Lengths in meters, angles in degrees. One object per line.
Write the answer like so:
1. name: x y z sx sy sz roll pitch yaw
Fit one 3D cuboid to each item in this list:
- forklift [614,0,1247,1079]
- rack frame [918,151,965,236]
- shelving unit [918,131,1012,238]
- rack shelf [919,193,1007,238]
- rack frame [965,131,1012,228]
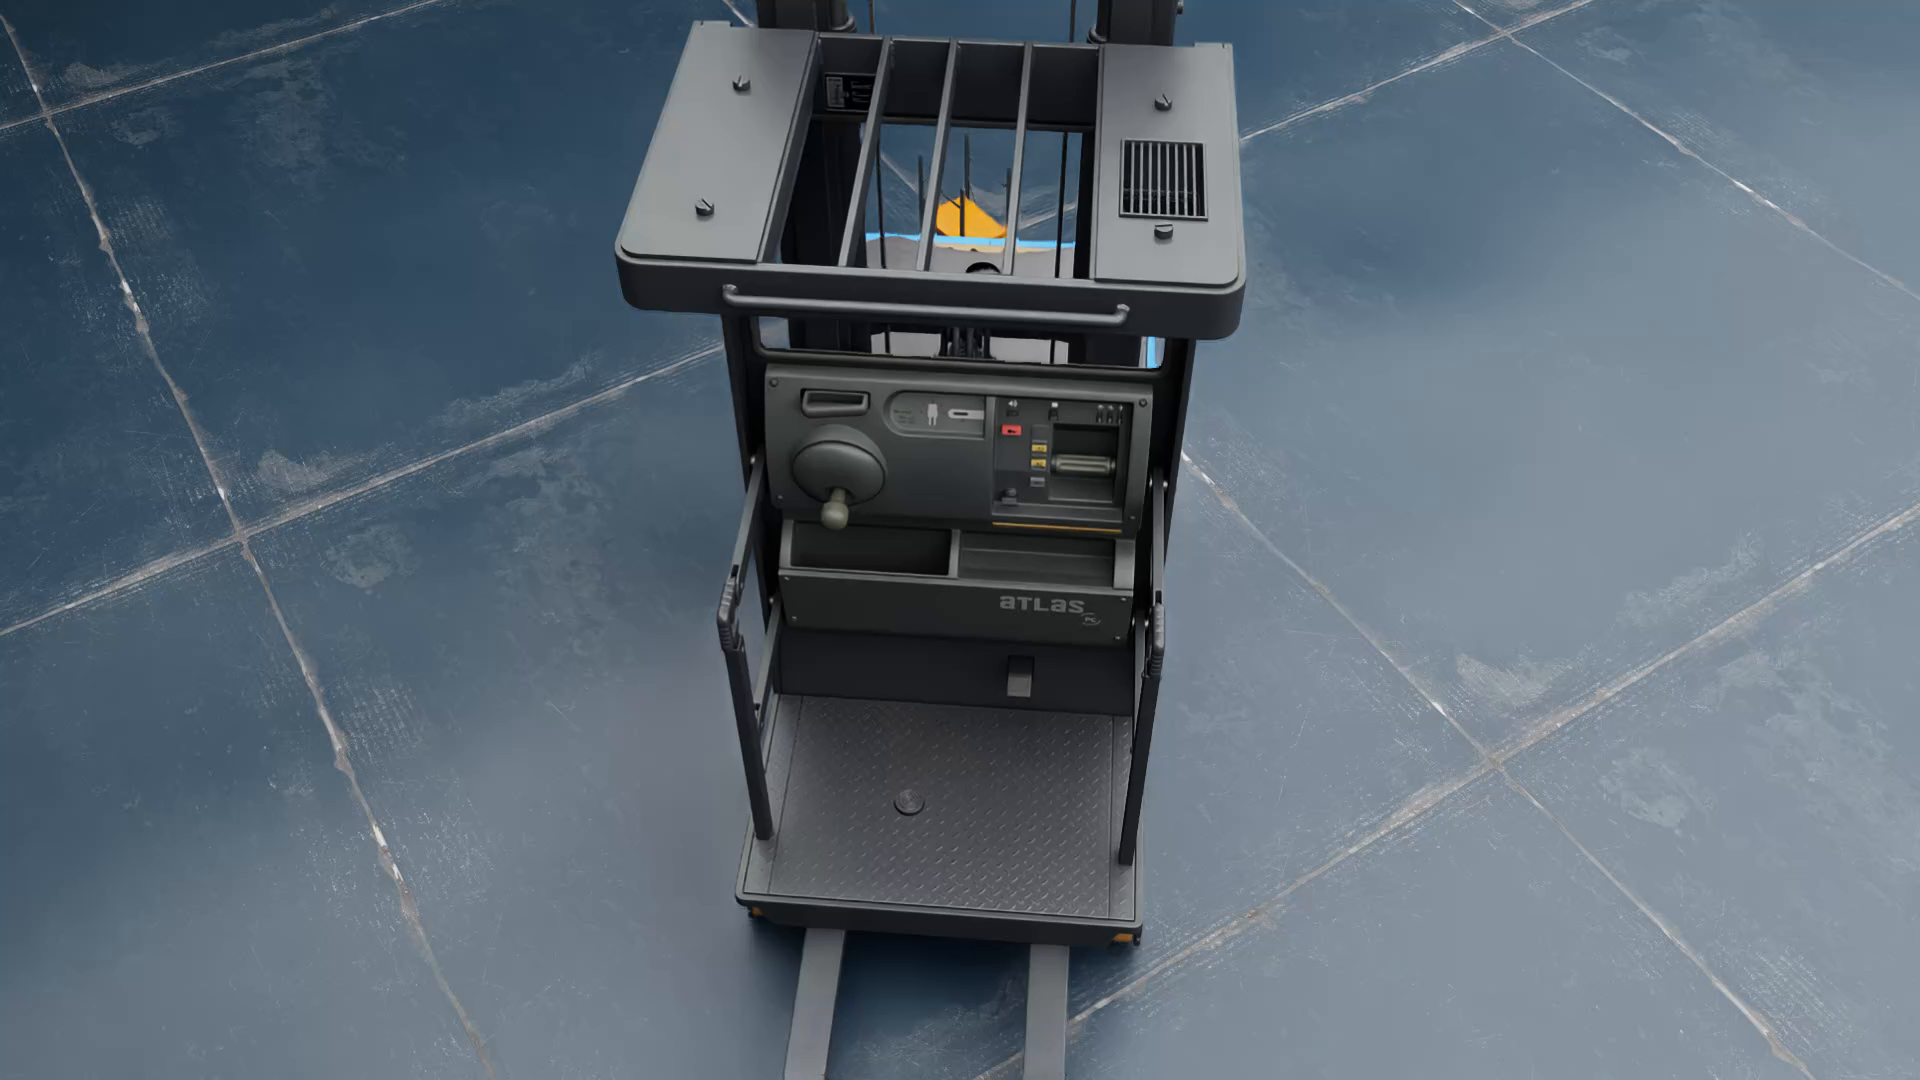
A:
1. forklift: -0.023 -0.105 3.881 1.130 2.935 3.031 3 48 3
2. rack frame: -0.057 -0.751 5.614 0.006 1.200 0.240 -29 54 -24
3. shelving unit: 0.017 -0.792 5.651 0.189 1.200 0.258 -29 54 -24
4. rack shelf: 0.016 -1.002 5.416 0.180 0.103 0.258 -29 54 -24
5. rack frame: 0.090 -0.832 5.687 0.006 1.200 0.240 -29 54 -24
